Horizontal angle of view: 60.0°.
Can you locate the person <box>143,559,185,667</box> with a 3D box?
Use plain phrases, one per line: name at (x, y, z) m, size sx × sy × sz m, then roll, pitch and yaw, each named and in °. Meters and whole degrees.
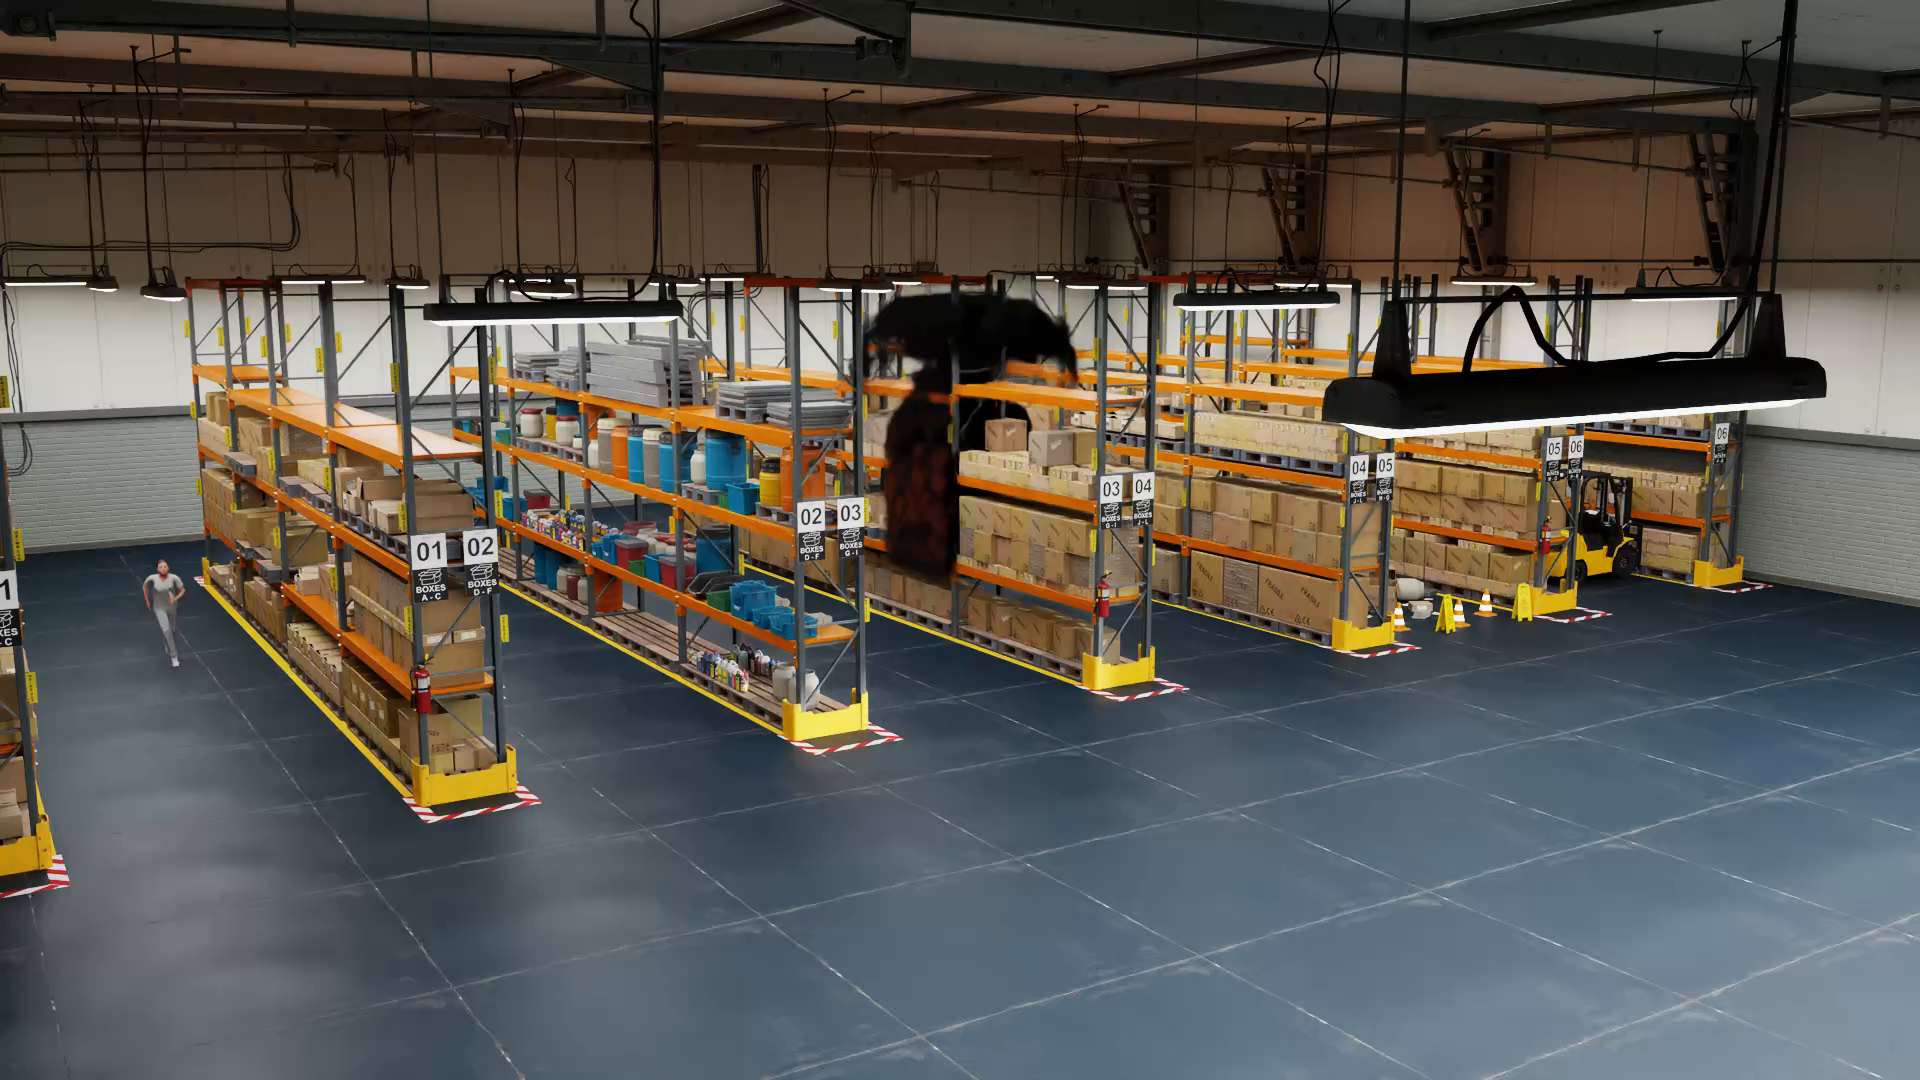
person at (-12.610, 1.112, 26.404) m, size 0.587 × 1.664 × 1.008 m, roll -6°, pitch 11°, yaw -31°
